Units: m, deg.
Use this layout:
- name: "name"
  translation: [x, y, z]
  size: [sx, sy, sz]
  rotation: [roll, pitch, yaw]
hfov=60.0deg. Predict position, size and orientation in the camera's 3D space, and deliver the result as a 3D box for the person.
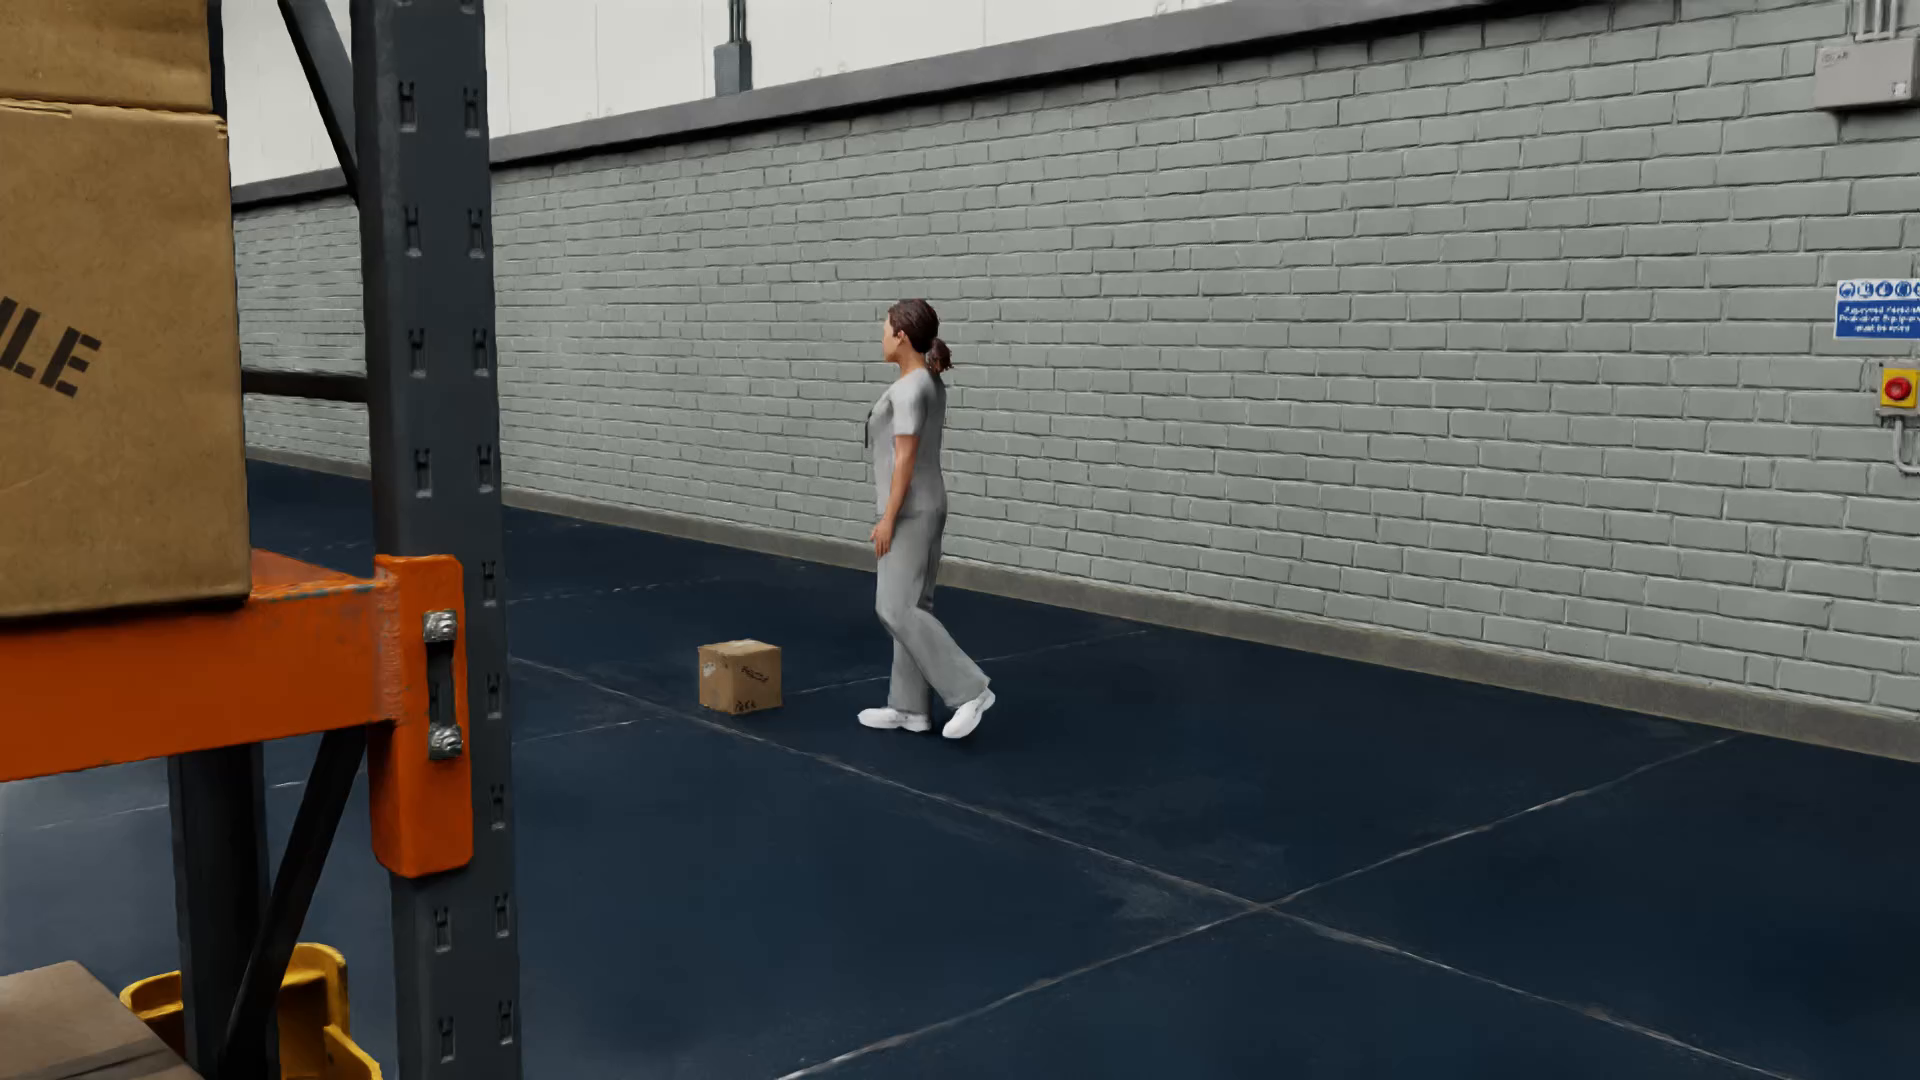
- name: "person"
  translation: [-0.134, -0.077, 6.350]
  size: [0.570, 1.671, 0.575]
  rotation: [1, 8, 8]
